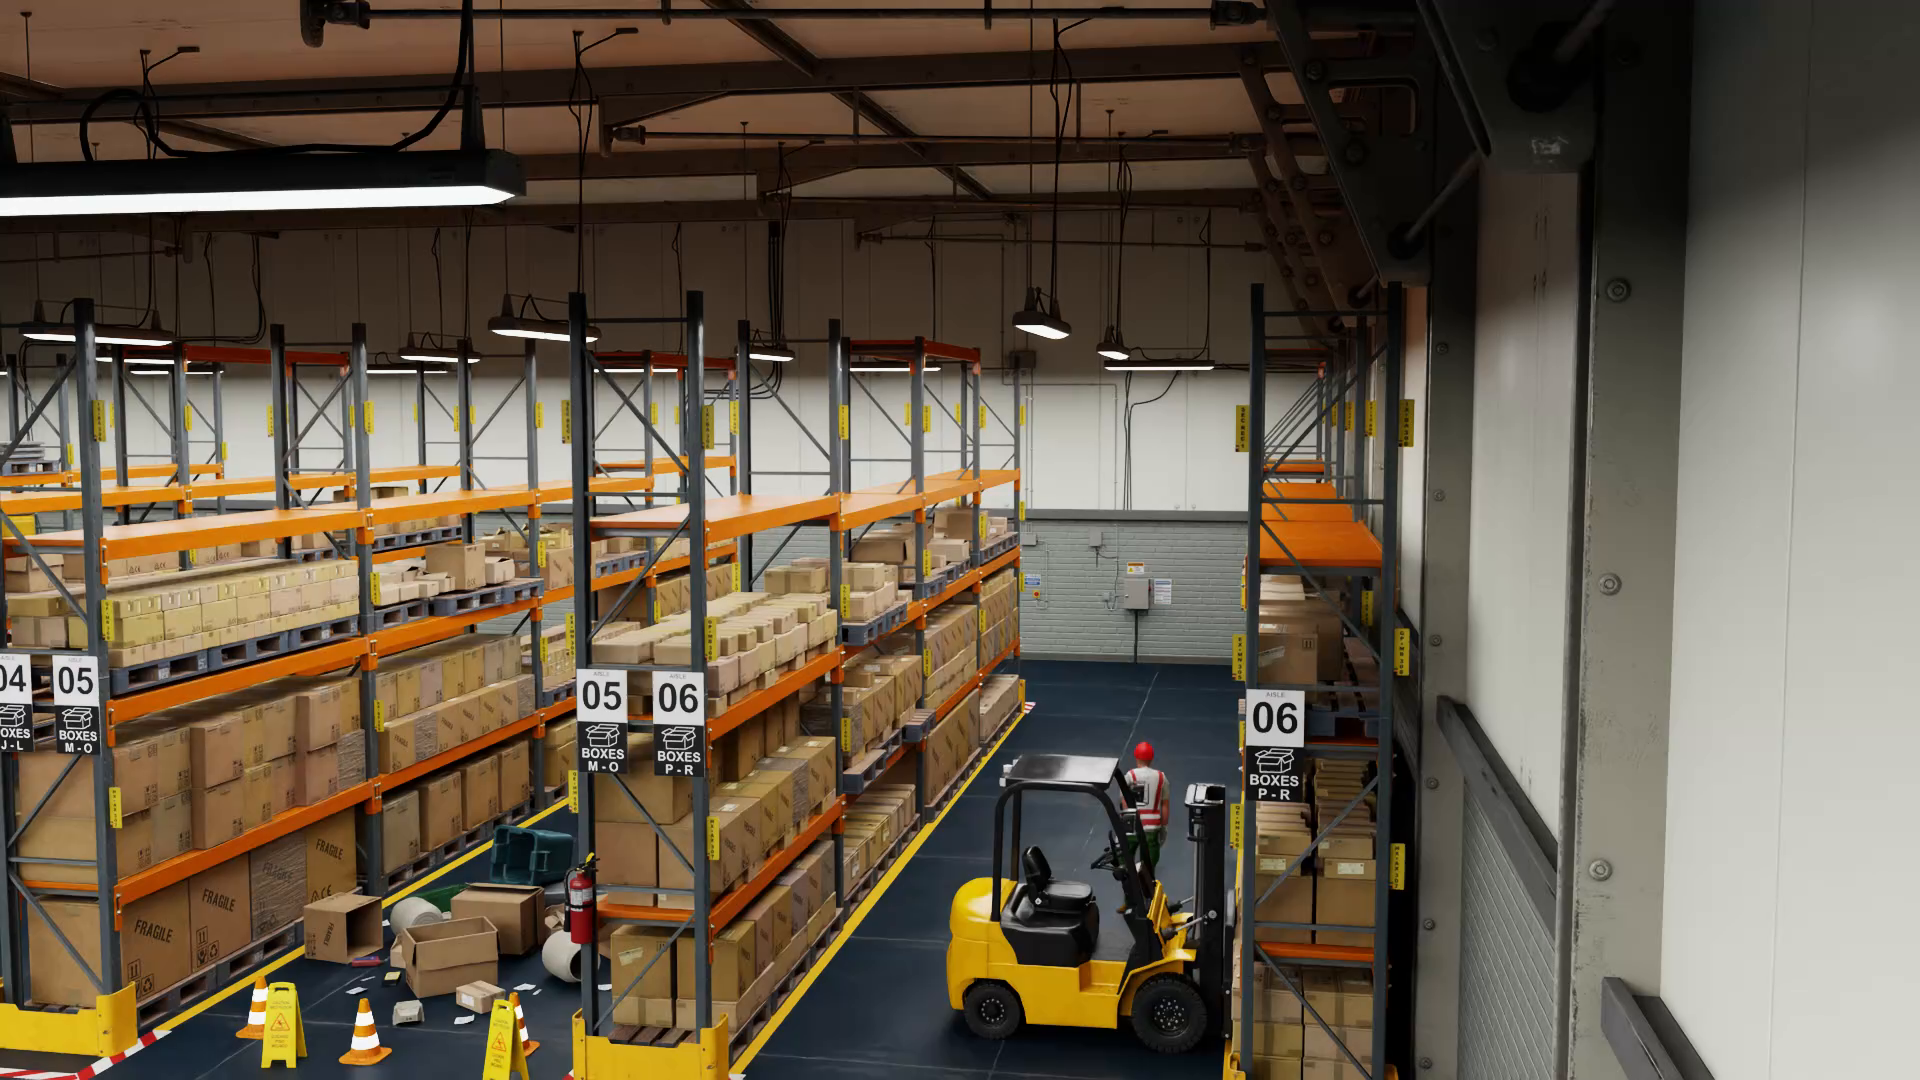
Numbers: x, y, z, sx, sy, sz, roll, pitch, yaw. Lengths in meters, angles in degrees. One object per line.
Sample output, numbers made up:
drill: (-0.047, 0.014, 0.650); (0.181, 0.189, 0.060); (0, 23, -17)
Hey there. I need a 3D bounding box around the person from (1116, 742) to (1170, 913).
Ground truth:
person: (1.837, 2.939, 16.718); (0.569, 1.807, 0.543); (0, 5, -3)
